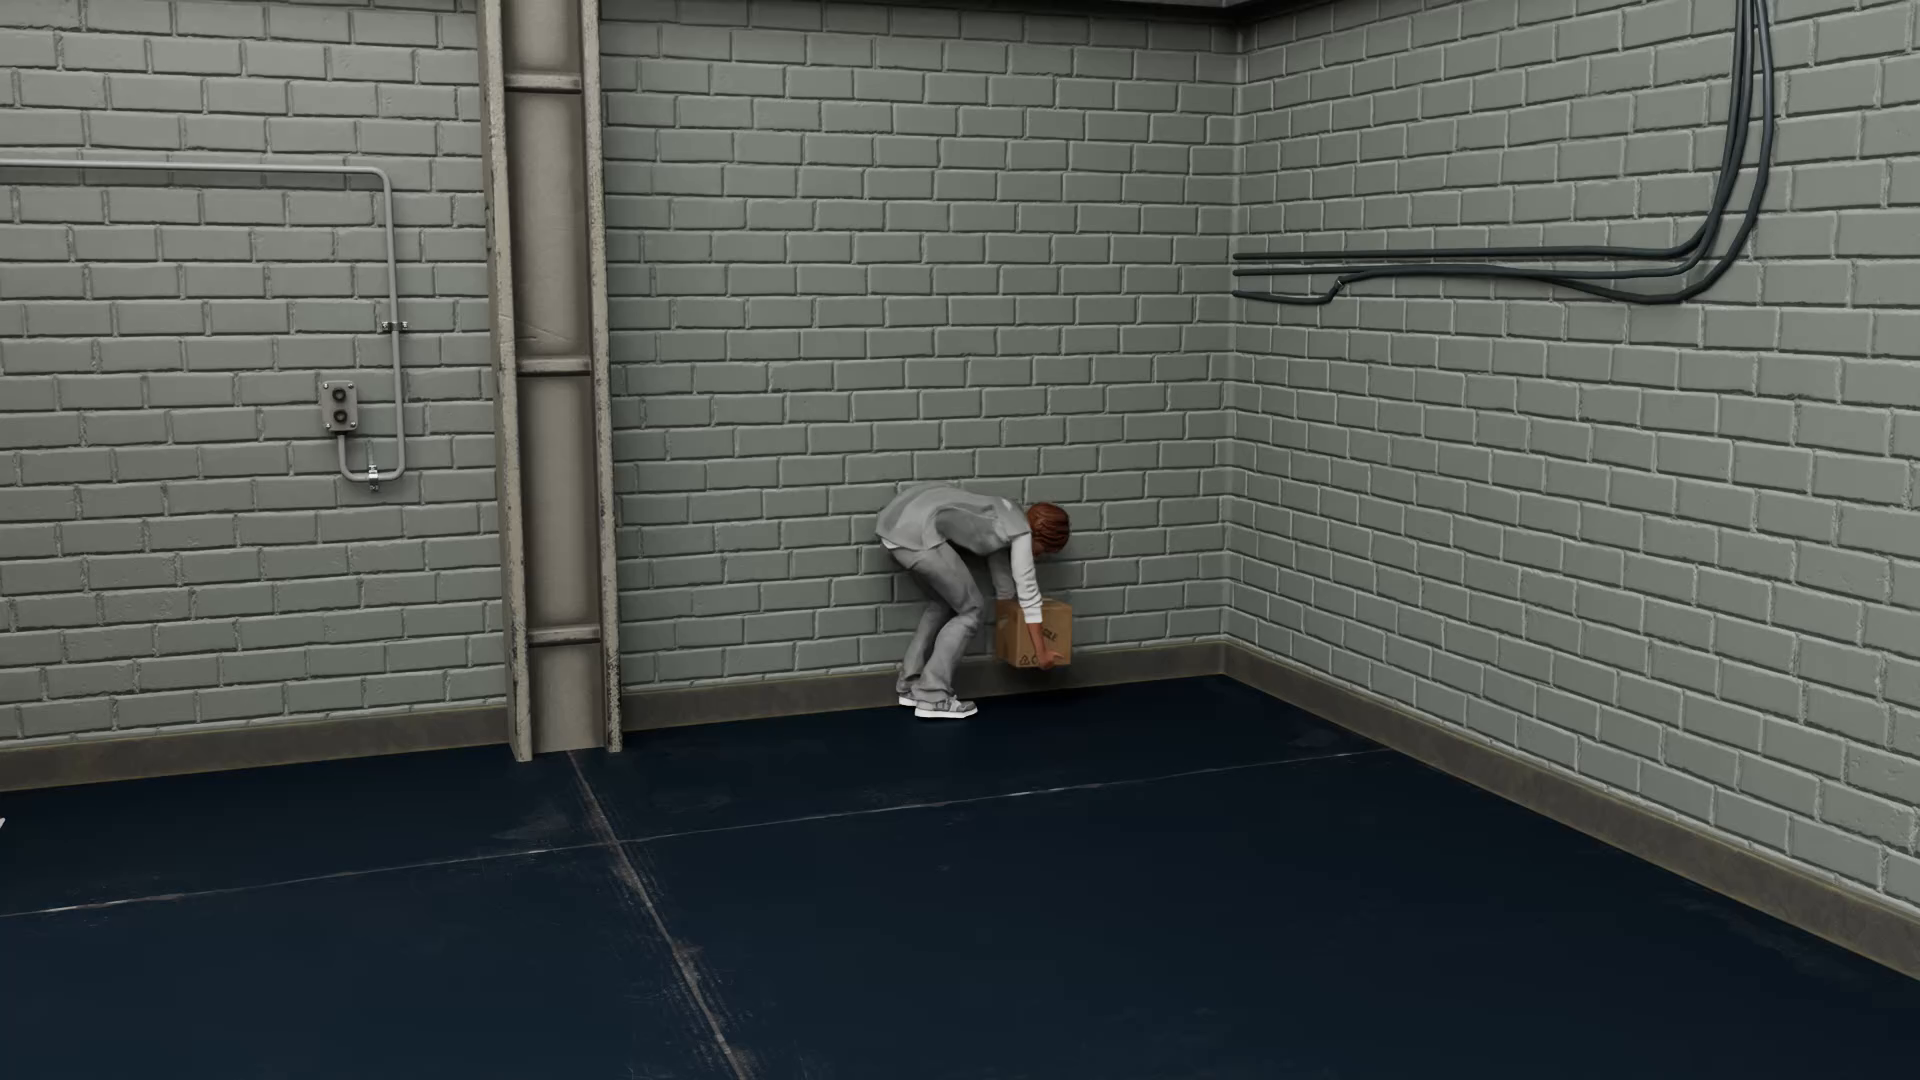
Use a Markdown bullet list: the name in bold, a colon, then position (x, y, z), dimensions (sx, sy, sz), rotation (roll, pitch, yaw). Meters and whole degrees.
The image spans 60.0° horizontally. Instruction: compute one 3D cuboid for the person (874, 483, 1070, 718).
- **person**: position (0.069, 0.234, 6.958), dimensions (0.868, 0.959, 0.410), rotation (-4, 10, -23)
